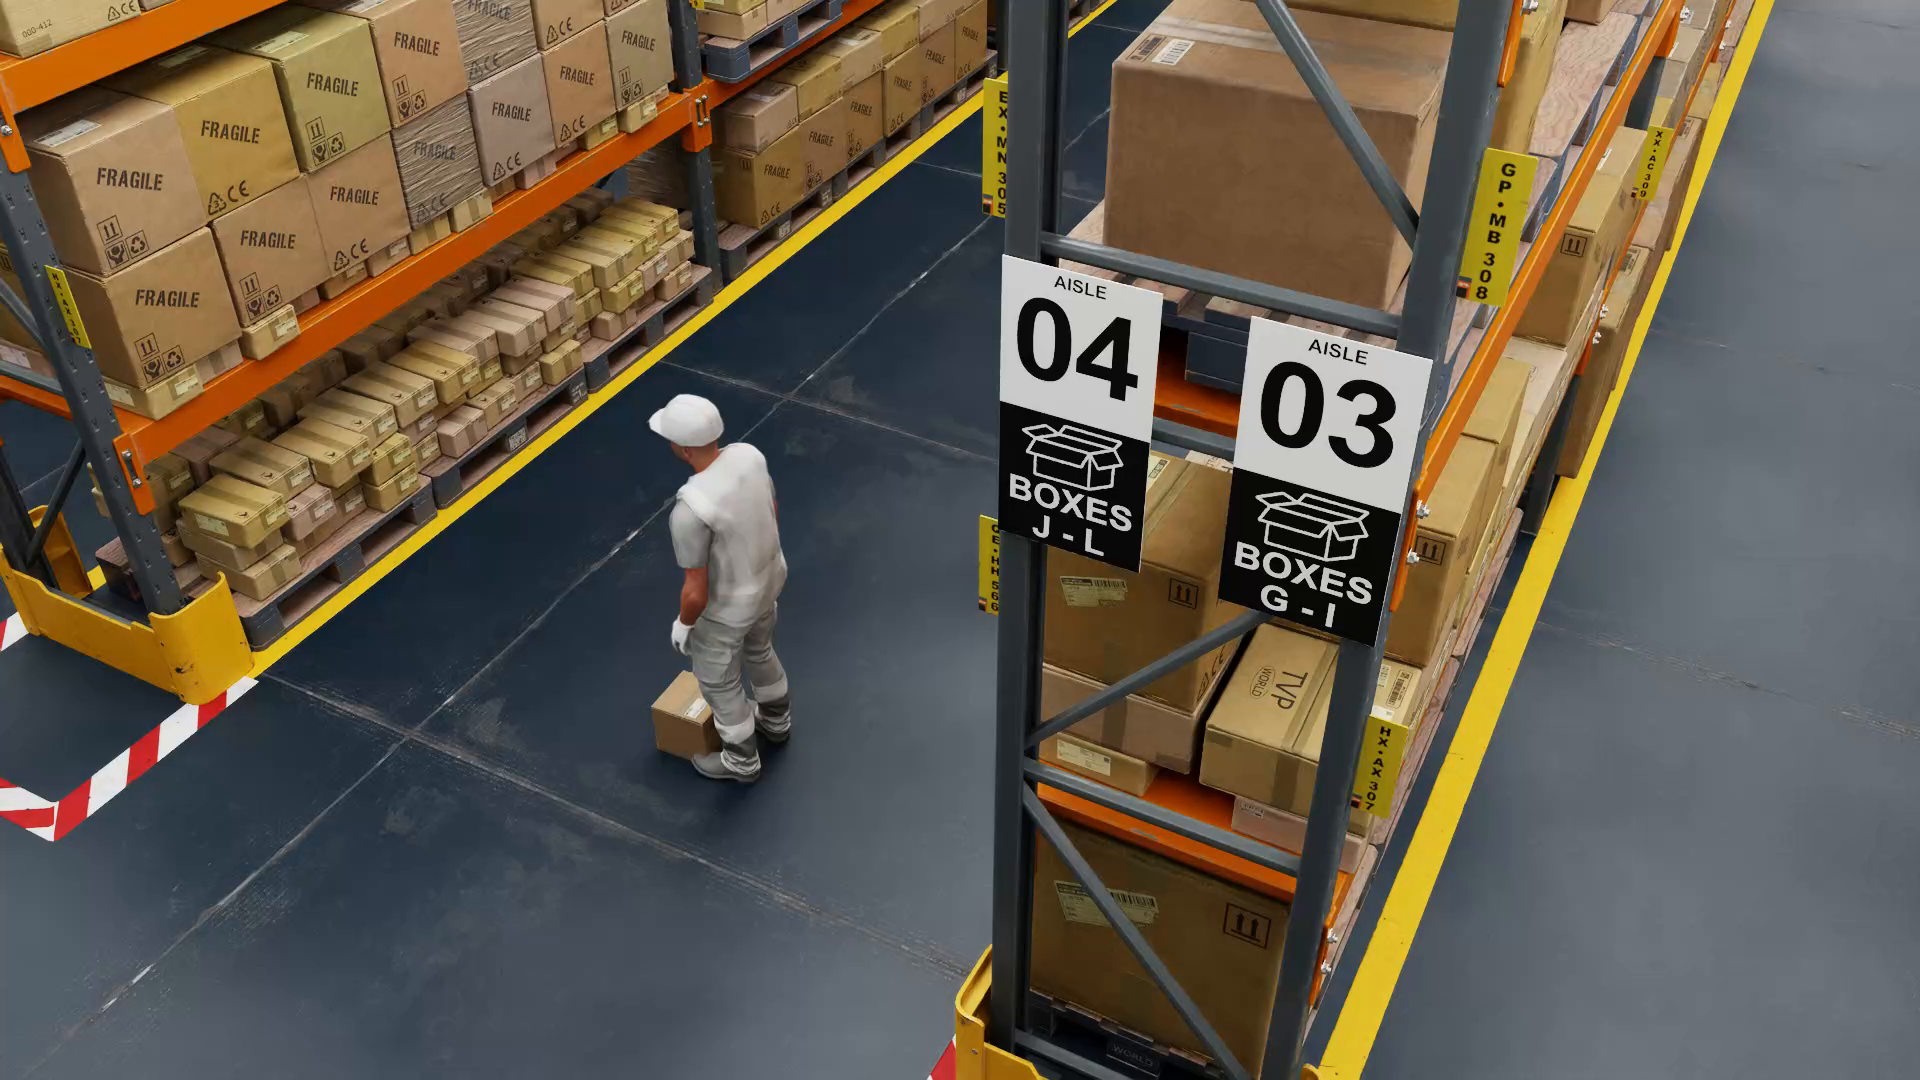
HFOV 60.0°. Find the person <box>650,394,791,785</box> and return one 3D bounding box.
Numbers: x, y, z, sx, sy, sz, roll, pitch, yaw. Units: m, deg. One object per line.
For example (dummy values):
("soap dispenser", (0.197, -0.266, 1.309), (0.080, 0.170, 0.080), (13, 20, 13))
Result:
("person", (-0.909, 0.202, 6.474), (0.448, 1.780, 0.608), (18, 41, 22))
